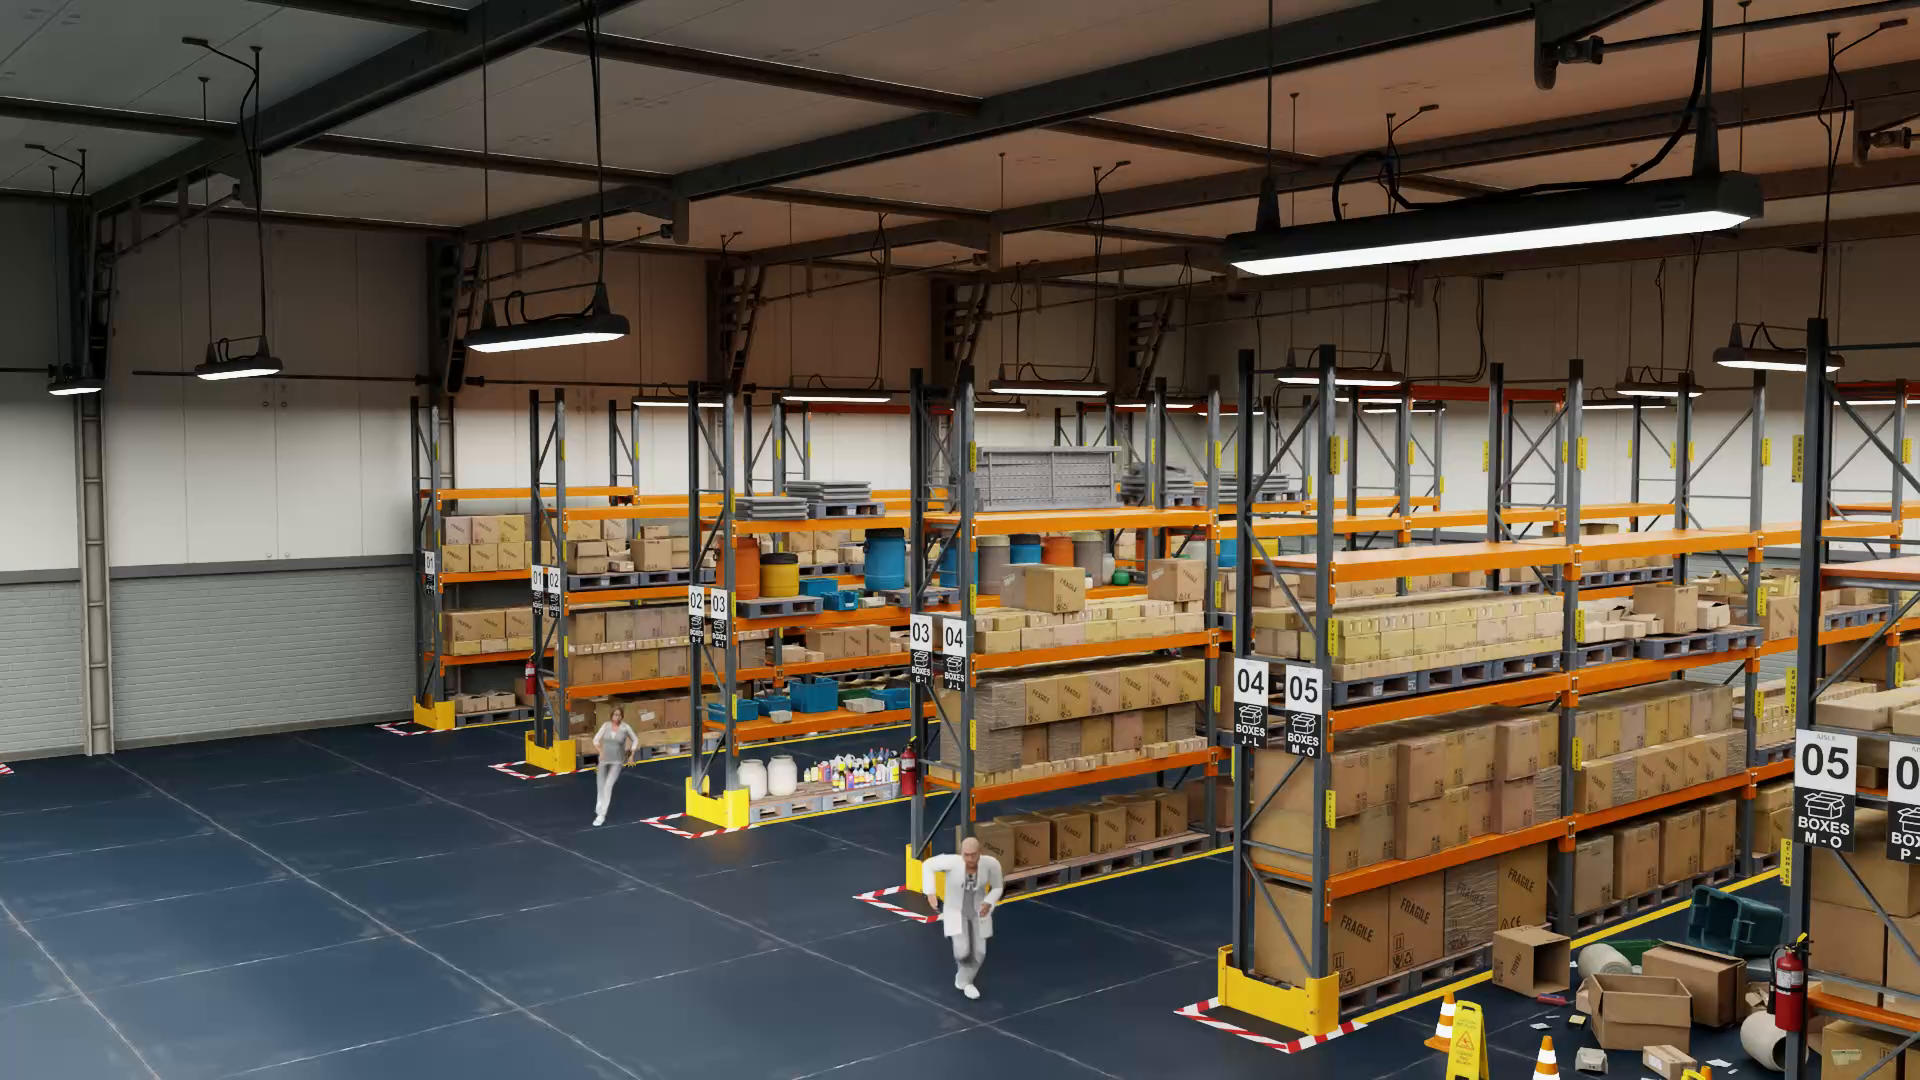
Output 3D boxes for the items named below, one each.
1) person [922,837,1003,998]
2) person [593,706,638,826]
[{"bbox_3d":[0.023,3.471,15.289,0.737,1.599,0.867,0,3,-6],"label":"person"},{"bbox_3d":[-4.712,3.039,22.664,0.628,1.572,0.793,0,3,-1],"label":"person"}]
